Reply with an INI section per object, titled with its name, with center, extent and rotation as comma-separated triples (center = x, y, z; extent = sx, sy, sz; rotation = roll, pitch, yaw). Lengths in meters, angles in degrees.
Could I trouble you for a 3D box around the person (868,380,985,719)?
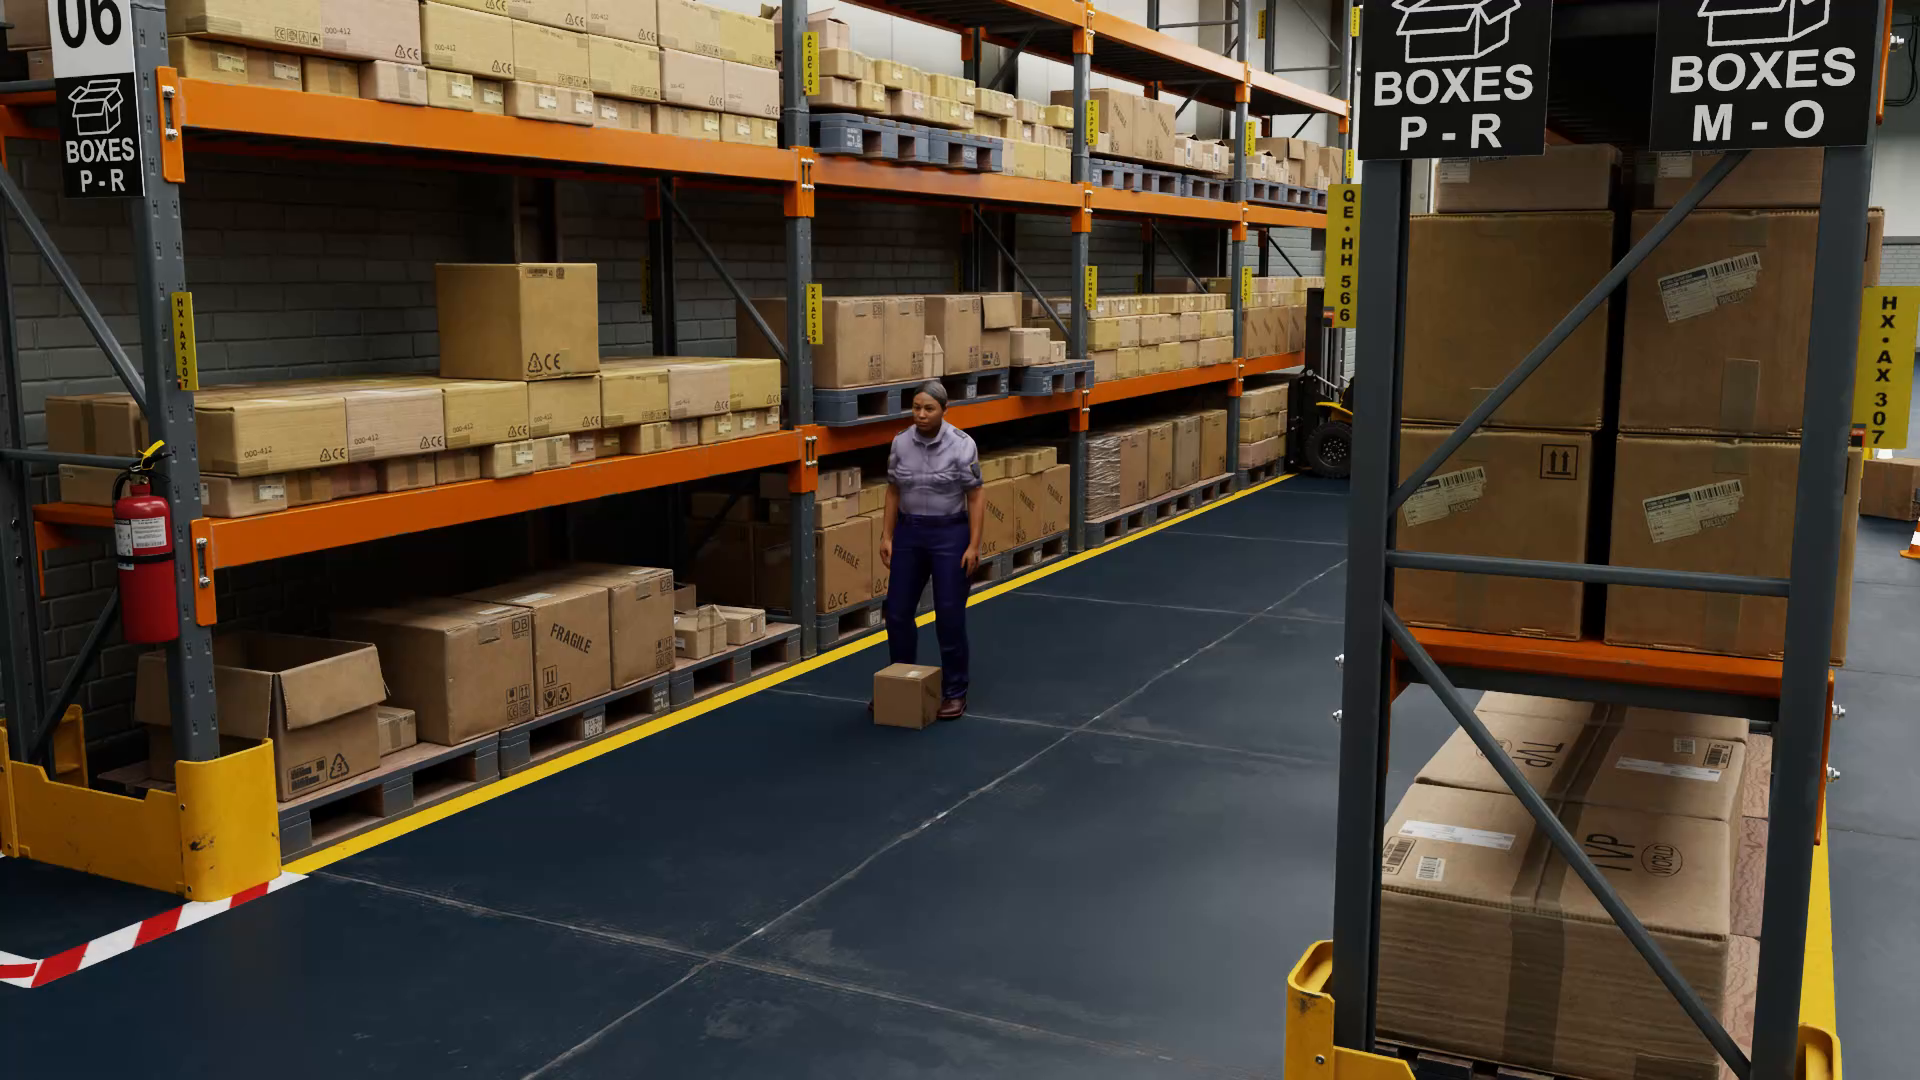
[person]
center = -0.152, 0.040, 8.198
extent = 0.561, 1.636, 0.368
rotation = 4, 10, 22
